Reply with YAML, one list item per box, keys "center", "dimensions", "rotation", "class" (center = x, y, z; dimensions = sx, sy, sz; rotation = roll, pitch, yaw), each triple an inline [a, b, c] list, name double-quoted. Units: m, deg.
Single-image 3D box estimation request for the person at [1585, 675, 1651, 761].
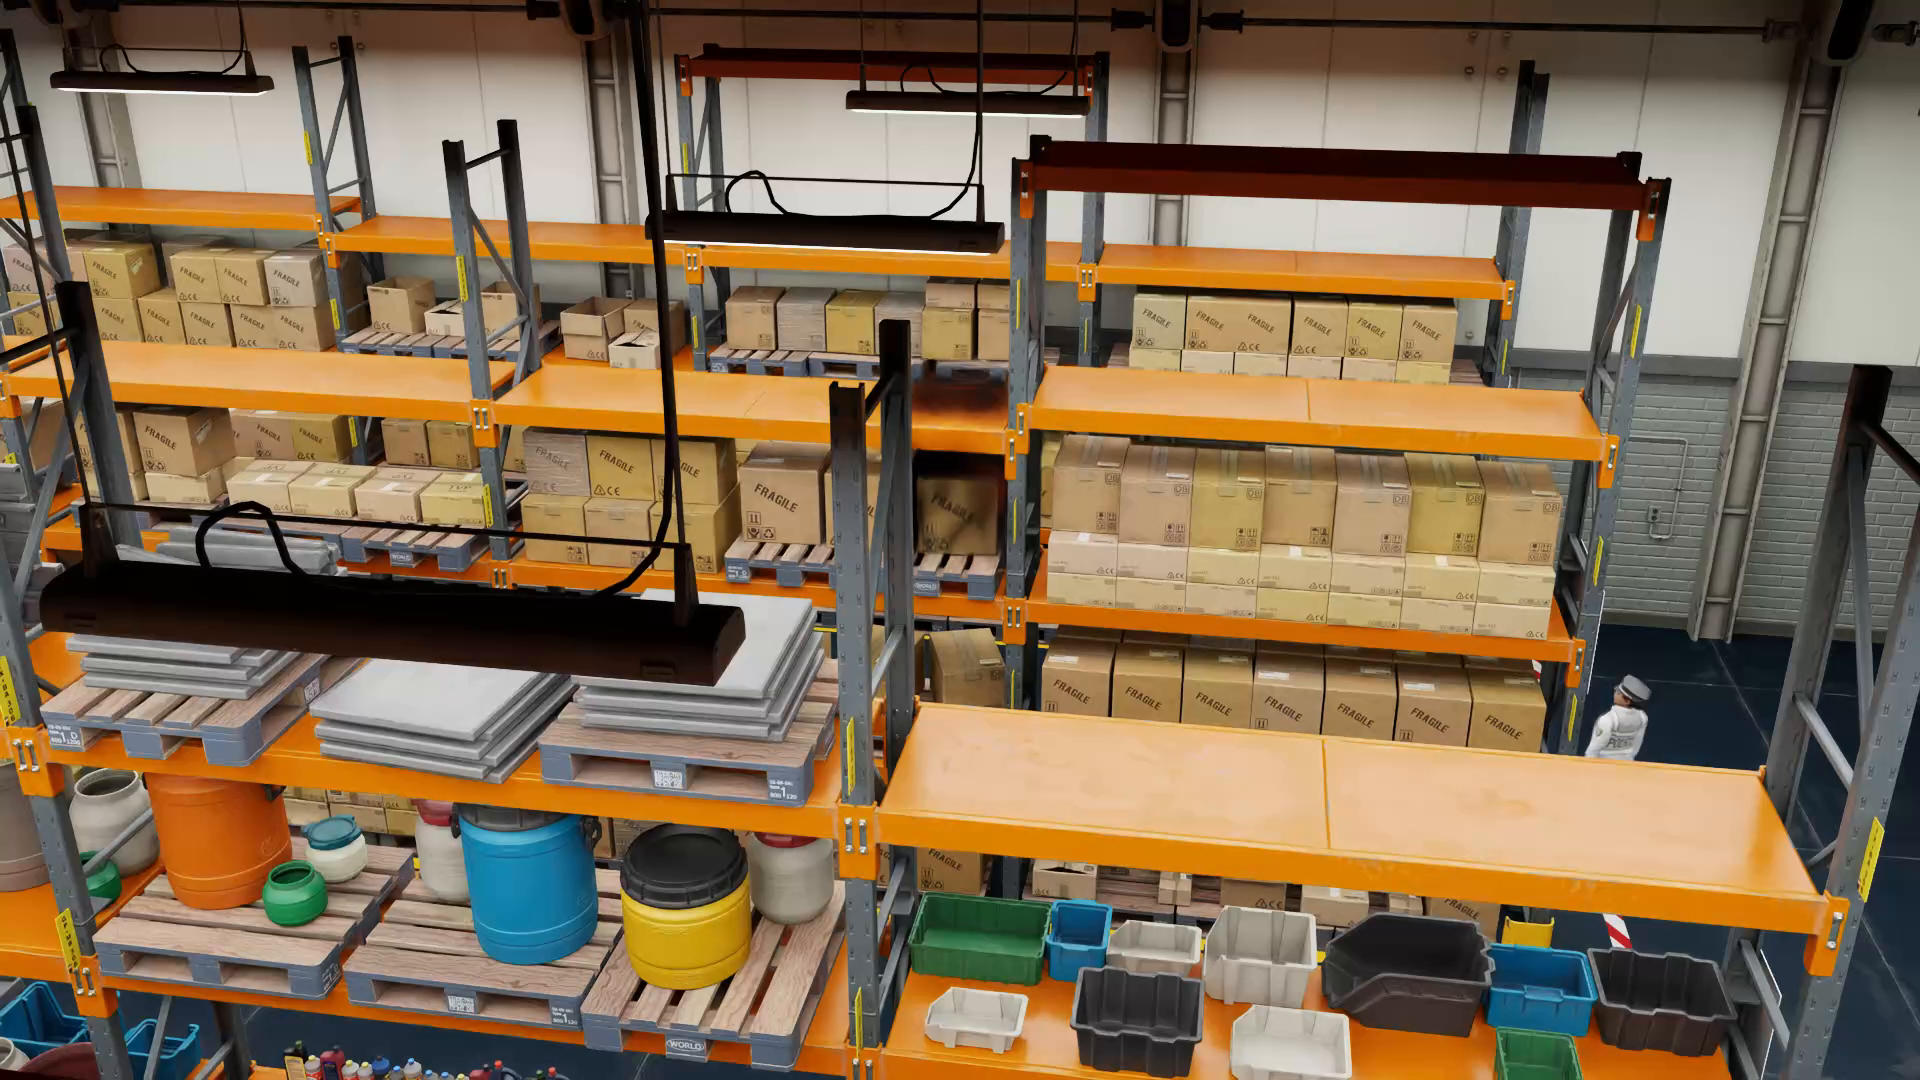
- center: [5.381, 1.865, 13.810]
  dimensions: [0.505, 1.697, 0.442]
  rotation: [3, 23, 7]
  class: "person"
